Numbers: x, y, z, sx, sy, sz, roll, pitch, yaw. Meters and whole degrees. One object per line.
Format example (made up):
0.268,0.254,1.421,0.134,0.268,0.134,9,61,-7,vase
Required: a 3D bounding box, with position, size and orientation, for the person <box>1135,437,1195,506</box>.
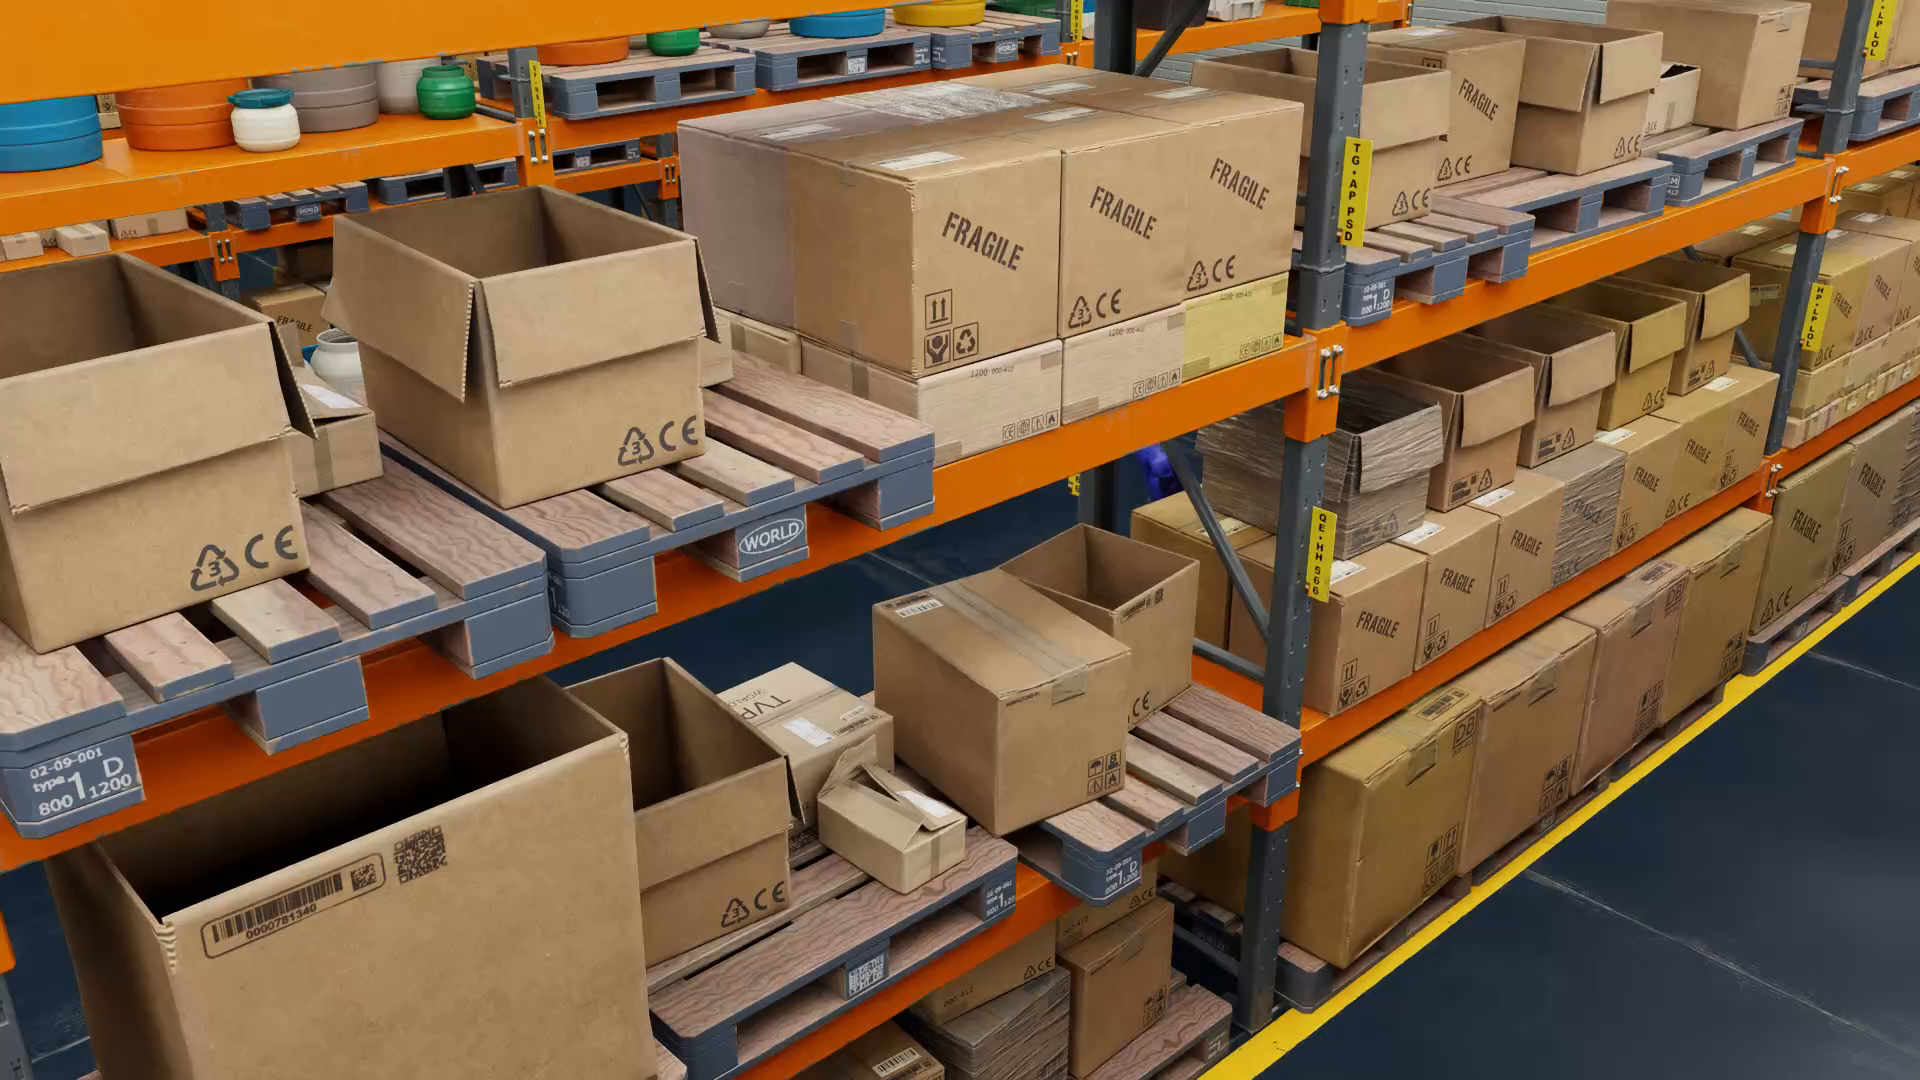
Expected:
1.109,-0.061,8.766,0.862,1.611,0.466,-4,25,-8,person
